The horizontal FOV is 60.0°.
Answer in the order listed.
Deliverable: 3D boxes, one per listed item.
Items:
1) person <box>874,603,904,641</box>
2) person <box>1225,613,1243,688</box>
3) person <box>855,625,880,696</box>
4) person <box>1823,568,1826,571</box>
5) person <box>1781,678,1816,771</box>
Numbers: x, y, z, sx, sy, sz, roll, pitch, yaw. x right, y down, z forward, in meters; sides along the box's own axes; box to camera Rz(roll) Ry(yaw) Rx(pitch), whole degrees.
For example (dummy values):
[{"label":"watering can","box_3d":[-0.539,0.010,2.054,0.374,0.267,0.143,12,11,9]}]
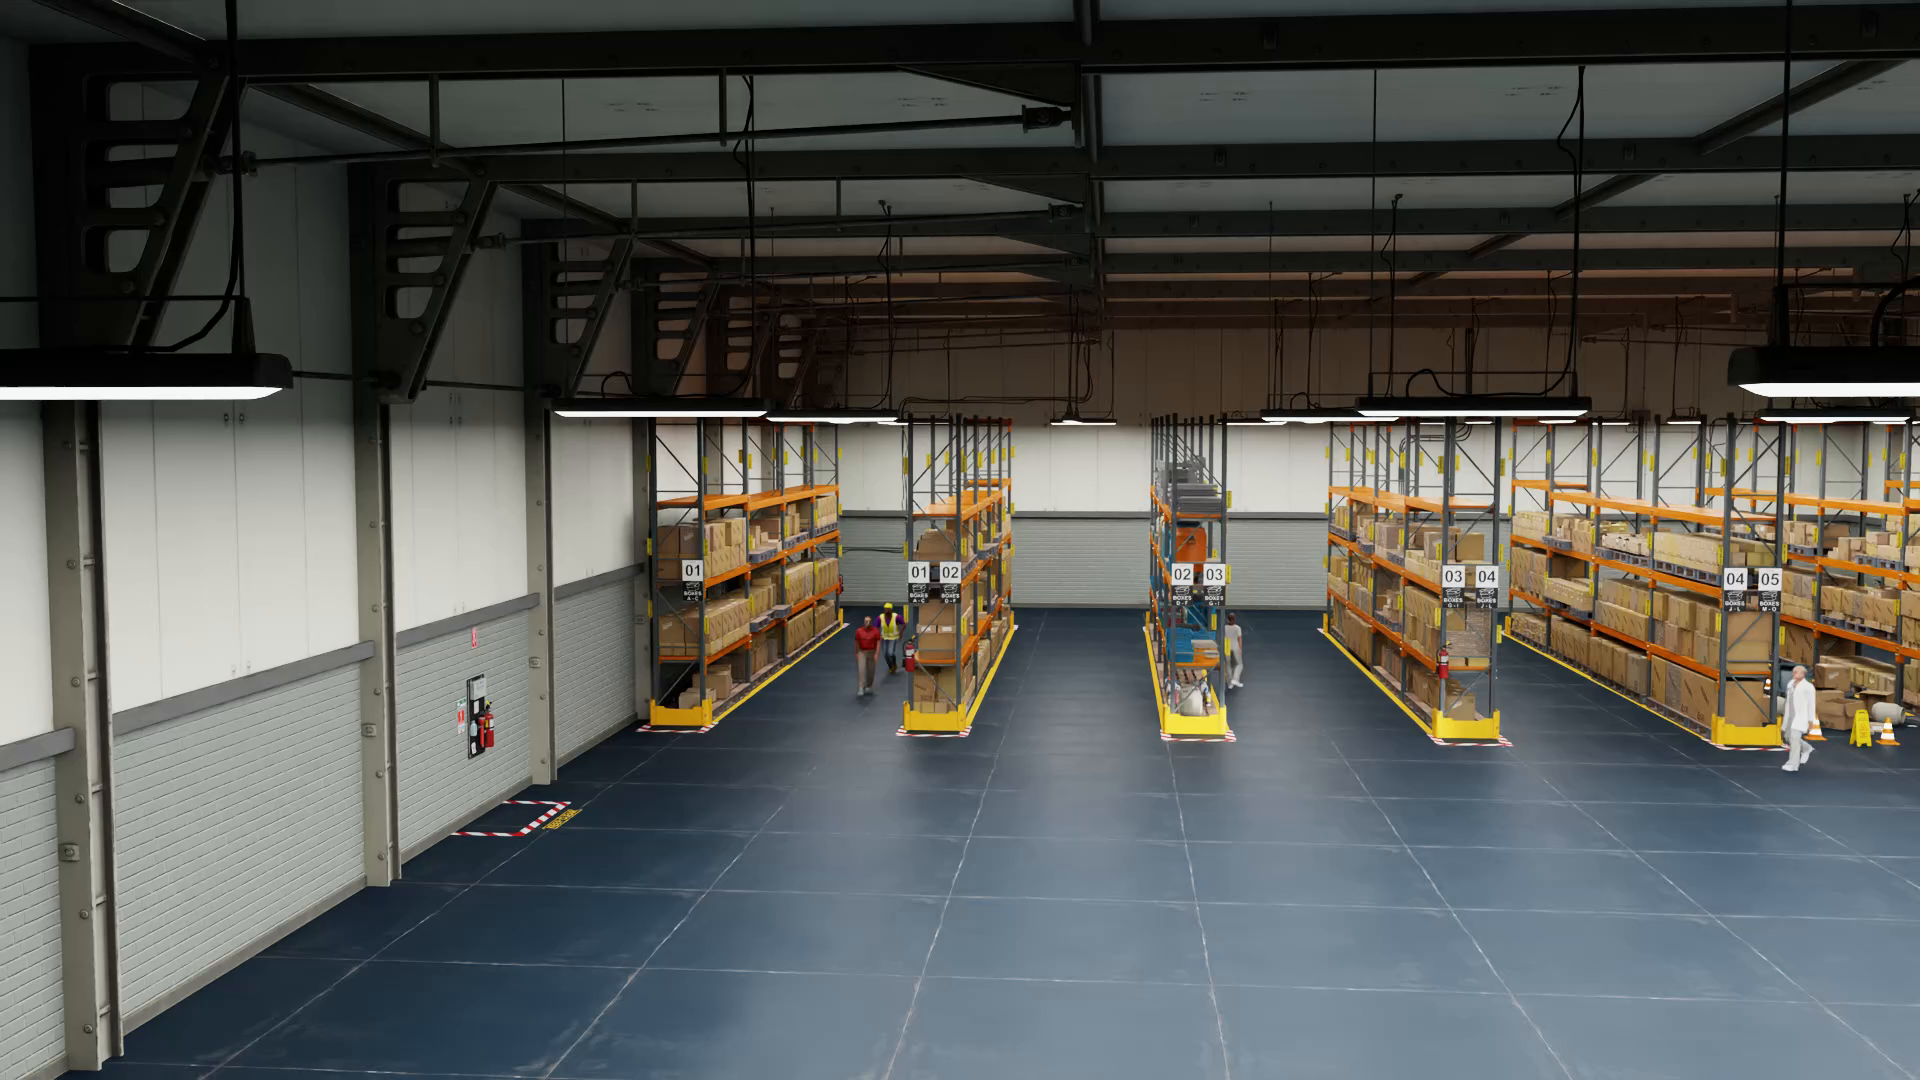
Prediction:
[{"label":"person","box_3d":[-1.655,1.893,38.552,0.670,0.879,0.454,1,4,14]},{"label":"person","box_3d":[6.003,2.432,36.615,0.501,1.666,0.365,1,4,15]},{"label":"person","box_3d":[-1.978,2.562,35.580,0.574,1.483,0.992,-1,4,-11]},{"label":"person","box_3d":[25.483,1.582,49.191,0.964,1.638,0.351,-1,4,-14]},{"label":"person","box_3d":[14.060,3.085,27.815,0.940,1.501,0.579,-2,4,-28]}]
